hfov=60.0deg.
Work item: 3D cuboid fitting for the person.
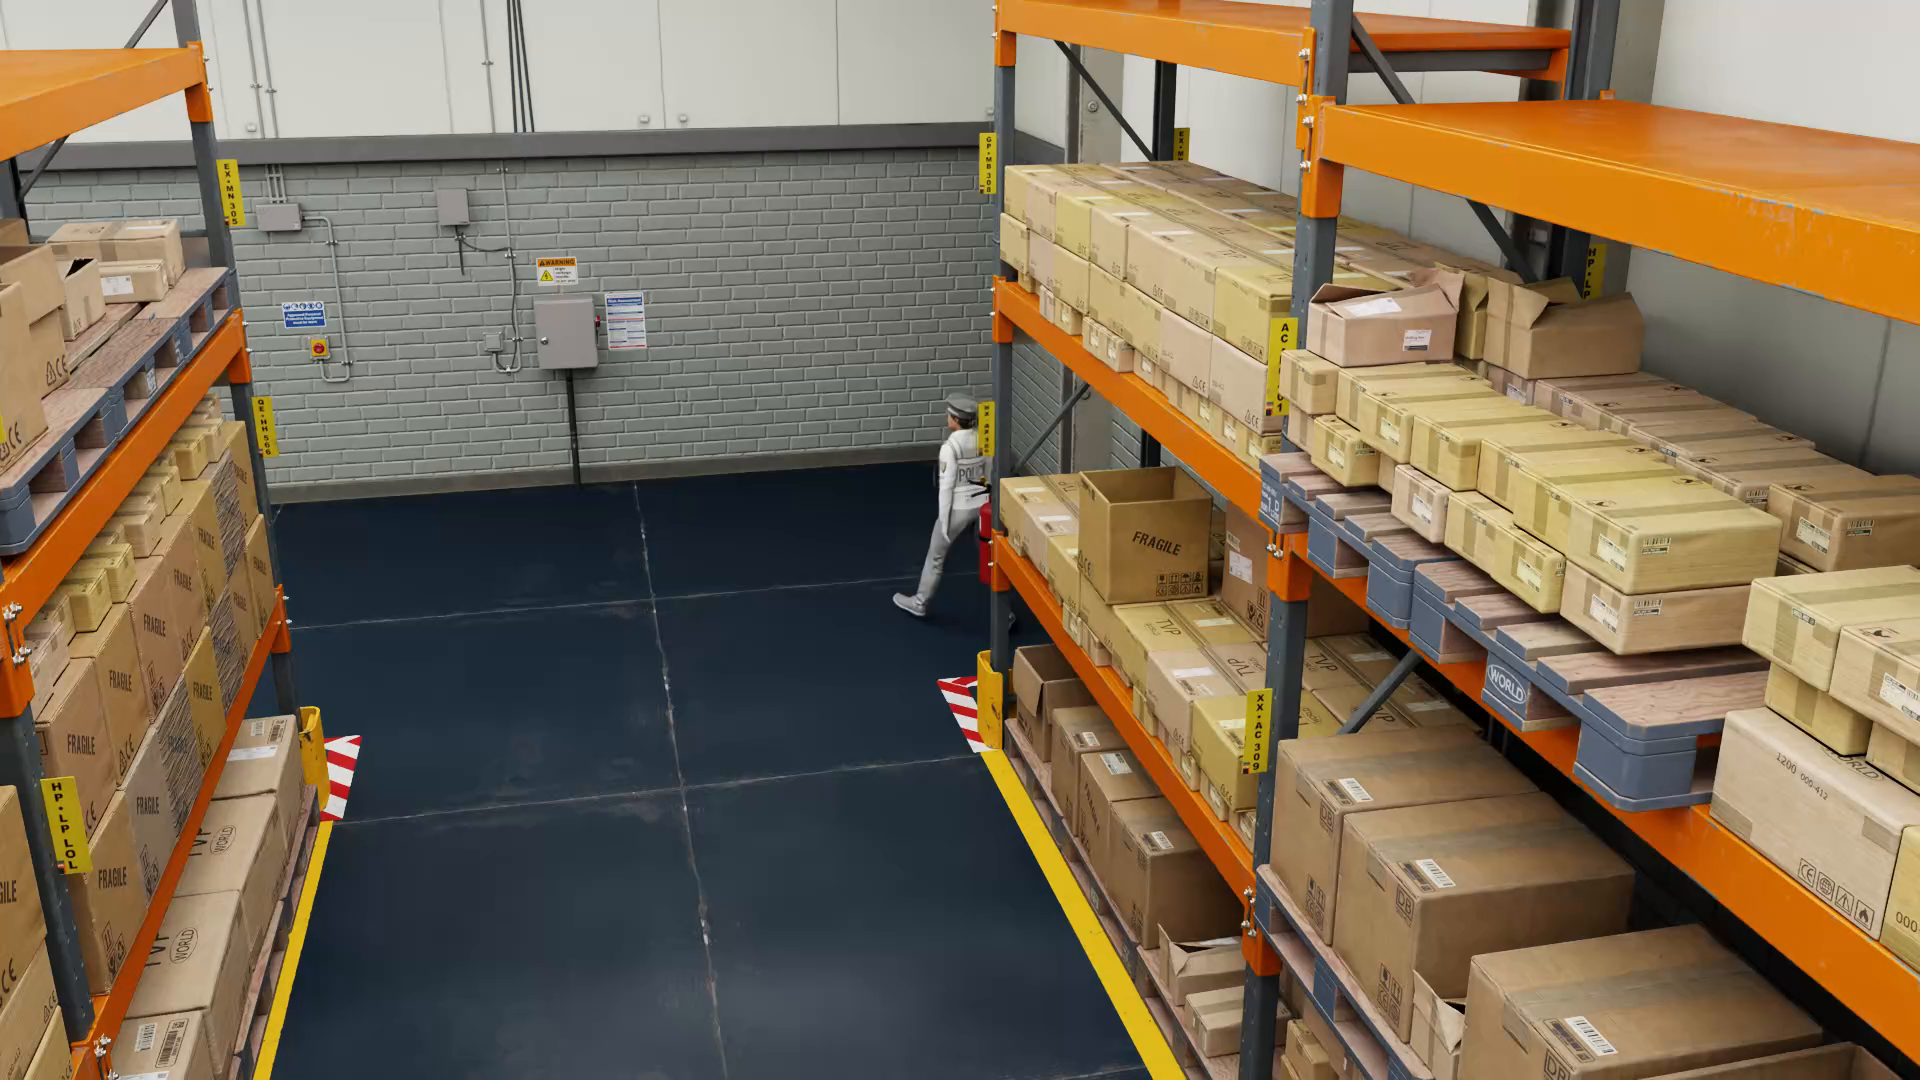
[{"bbox_3d":[-0.014,-0.212,11.612,0.615,1.641,0.845,-14,24,-34],"label":"person"}]
